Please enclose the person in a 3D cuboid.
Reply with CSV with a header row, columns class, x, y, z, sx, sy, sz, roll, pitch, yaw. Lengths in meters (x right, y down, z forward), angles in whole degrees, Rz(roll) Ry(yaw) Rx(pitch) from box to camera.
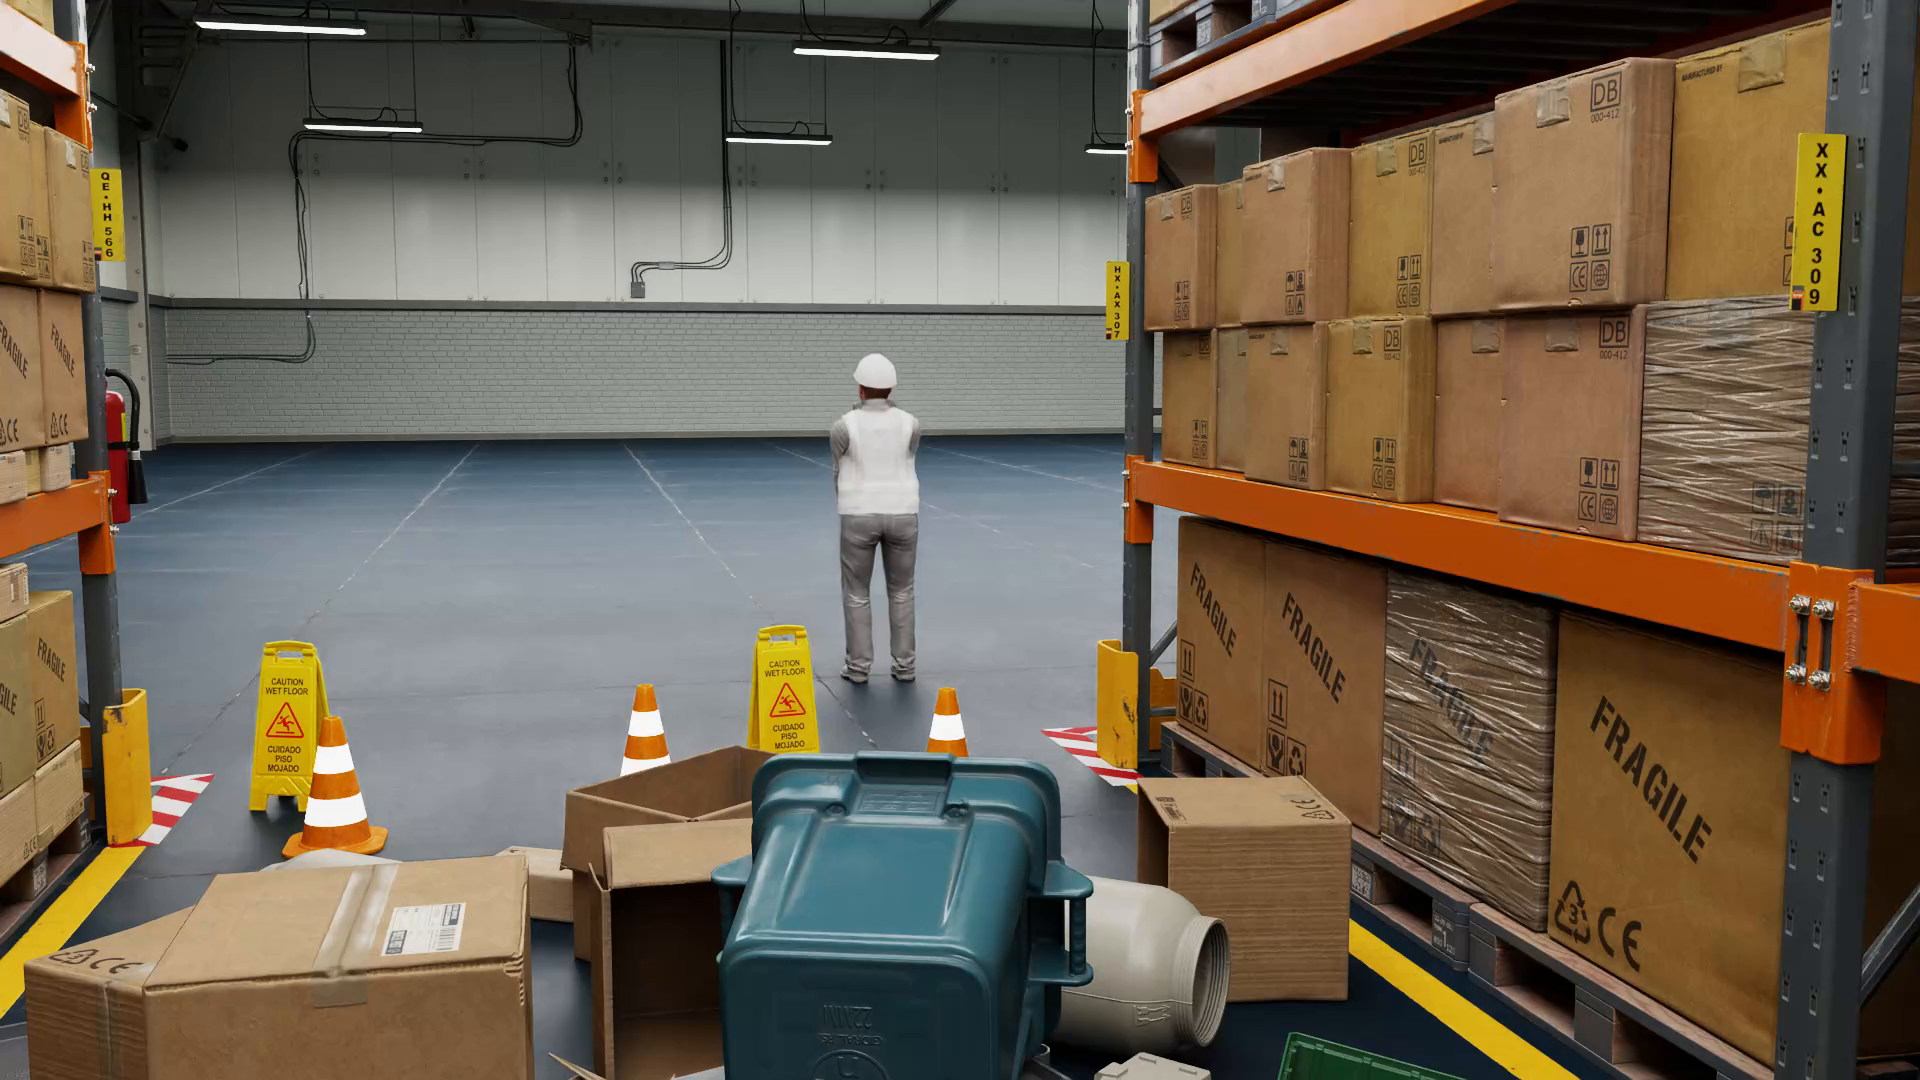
class,x,y,z,sx,sy,sz,roll,pitch,yaw
person,-0.477,-0.128,9.062,0.494,1.764,0.548,-1,6,-13
